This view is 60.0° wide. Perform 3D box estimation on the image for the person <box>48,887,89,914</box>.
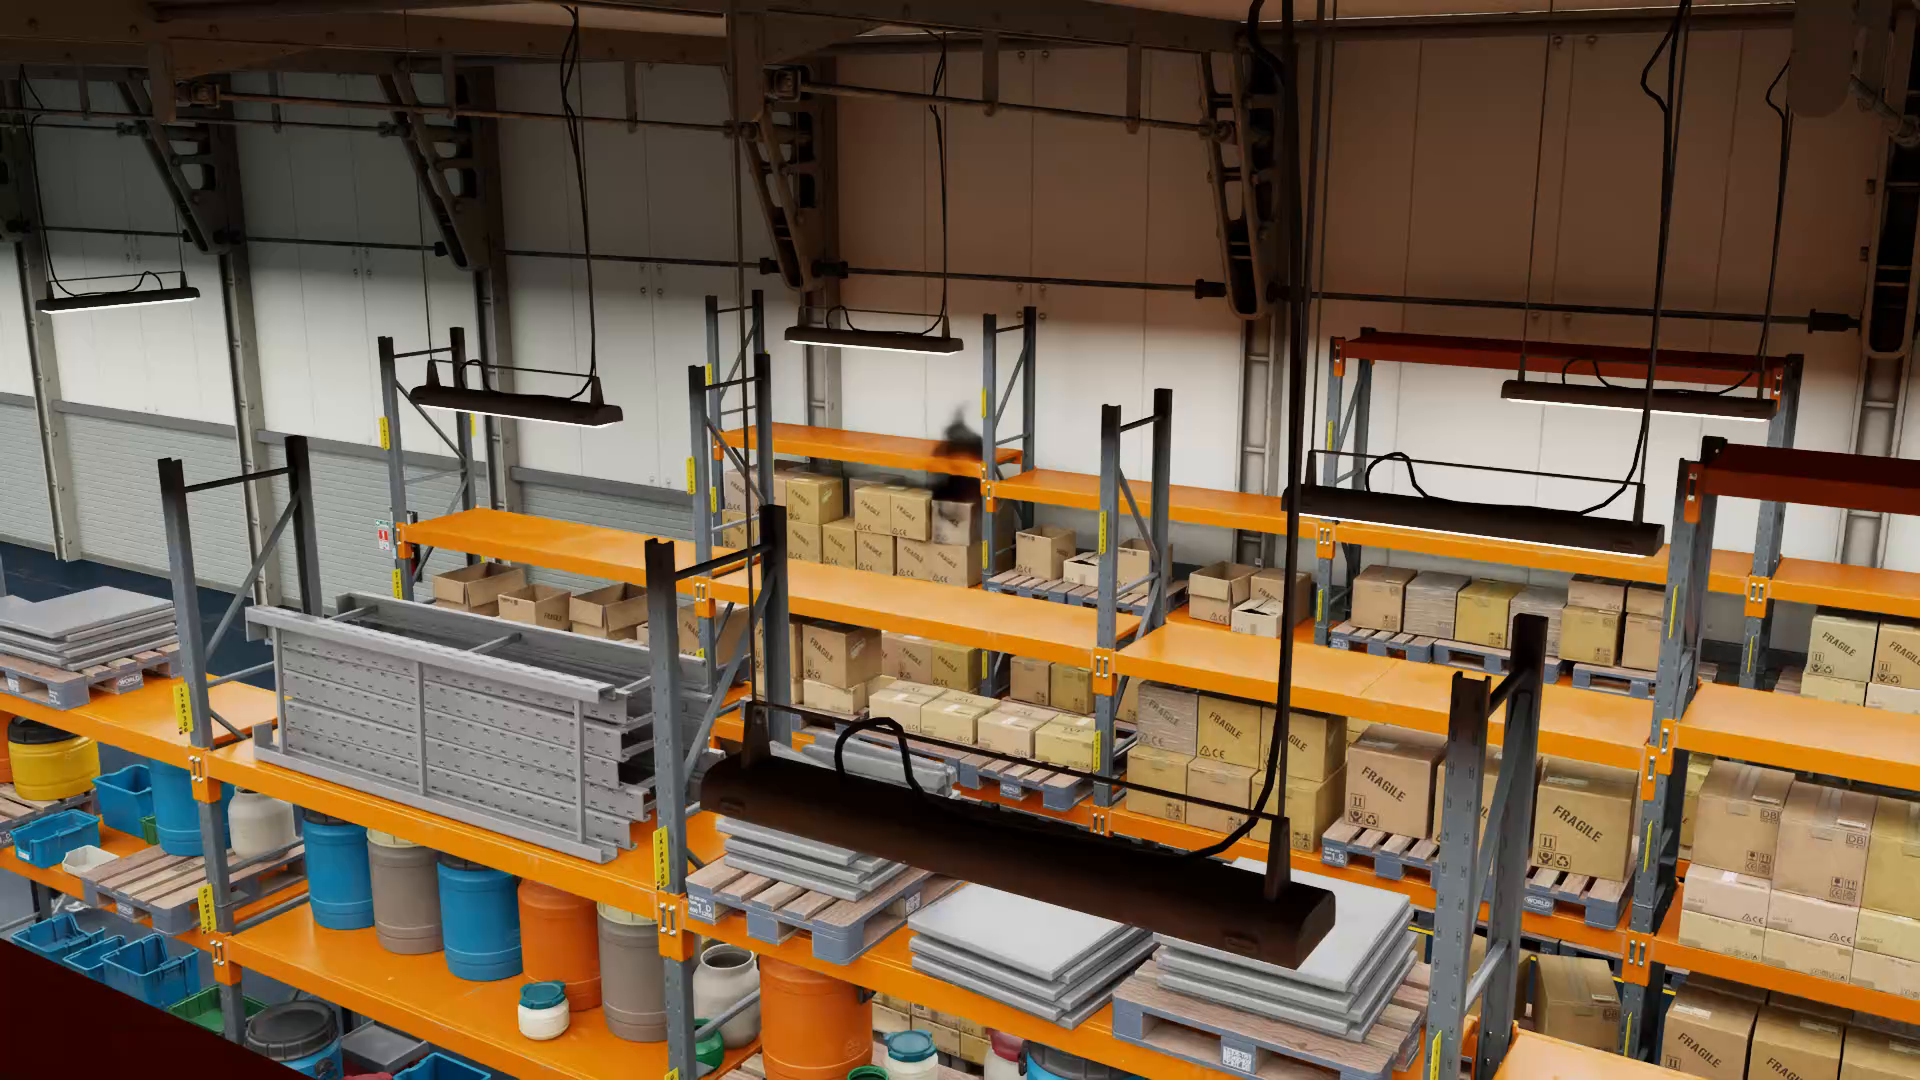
[{"bbox_3d":[-9.412,3.146,17.197,0.672,1.600,0.477,-10,17,-35],"label":"person"}]
